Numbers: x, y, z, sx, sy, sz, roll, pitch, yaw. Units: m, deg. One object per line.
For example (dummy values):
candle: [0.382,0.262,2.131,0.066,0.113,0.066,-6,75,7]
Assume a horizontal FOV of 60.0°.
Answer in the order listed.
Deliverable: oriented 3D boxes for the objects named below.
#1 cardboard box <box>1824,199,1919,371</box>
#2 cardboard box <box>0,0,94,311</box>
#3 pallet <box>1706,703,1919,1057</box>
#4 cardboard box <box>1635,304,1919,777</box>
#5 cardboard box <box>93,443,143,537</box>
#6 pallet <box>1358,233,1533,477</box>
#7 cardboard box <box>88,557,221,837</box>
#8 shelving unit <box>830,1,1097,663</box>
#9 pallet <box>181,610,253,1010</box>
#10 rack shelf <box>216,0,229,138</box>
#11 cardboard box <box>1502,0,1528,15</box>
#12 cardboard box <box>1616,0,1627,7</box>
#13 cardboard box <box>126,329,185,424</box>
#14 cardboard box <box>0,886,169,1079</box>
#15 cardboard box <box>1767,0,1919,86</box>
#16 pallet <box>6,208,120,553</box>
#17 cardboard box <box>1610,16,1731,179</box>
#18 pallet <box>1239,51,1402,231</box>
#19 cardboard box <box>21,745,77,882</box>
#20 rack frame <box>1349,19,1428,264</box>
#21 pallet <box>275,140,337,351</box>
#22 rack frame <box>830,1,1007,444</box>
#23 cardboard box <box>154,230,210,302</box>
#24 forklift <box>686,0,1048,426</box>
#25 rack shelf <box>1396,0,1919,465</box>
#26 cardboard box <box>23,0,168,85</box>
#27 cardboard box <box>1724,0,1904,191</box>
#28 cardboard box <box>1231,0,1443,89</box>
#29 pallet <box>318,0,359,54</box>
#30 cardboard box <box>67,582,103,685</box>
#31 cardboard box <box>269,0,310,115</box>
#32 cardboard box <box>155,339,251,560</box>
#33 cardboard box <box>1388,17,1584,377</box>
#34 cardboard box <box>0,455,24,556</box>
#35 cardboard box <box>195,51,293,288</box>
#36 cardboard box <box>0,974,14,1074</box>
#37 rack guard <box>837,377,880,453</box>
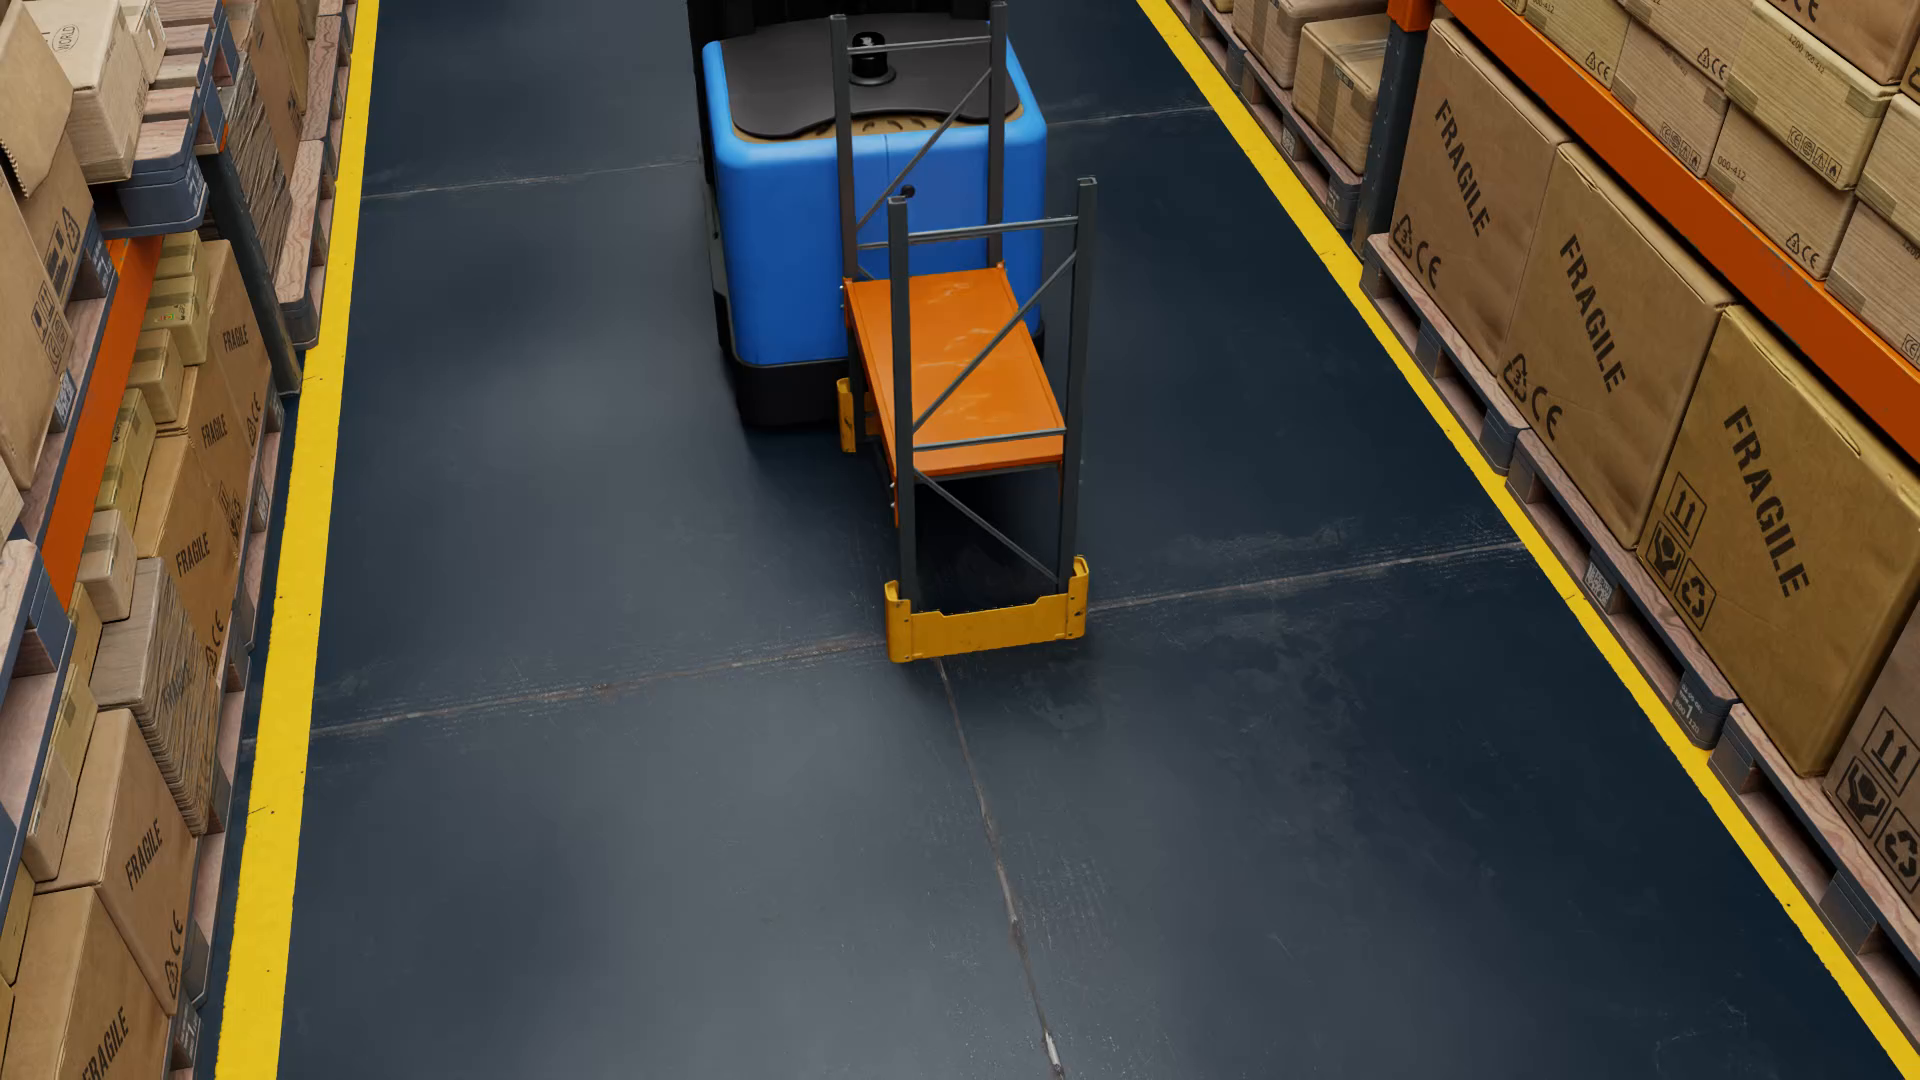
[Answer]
cardboard box: [2.358,-0.574,3.750,0.500,0.250,0.500,-9,42,-10]
cardboard box: [-2.276,-0.758,3.451,0.797,0.503,0.637,-9,42,-10]
pallet: [2.660,0.838,4.147,1.003,0.211,1.213,-8,42,-9]
cardboard box: [2.485,-0.053,4.334,0.875,0.875,0.875,-7,42,-8]
cardboard box: [-2.285,-0.087,4.166,0.380,0.149,0.250,-9,42,-10]
pallet: [2.133,-0.743,5.928,1.003,0.211,1.213,-8,42,-9]
cardboard box: [-2.165,0.425,4.078,0.500,0.500,0.500,-10,43,-11]
shelving unit: [-0.017,-0.588,4.783,0.587,1.500,1.083,-7,42,-8]
pallet: [-2.425,0.727,4.272,1.003,0.211,1.213,-8,42,-9]
rack shelf: [-3.241,-2.622,6.486,1.077,0.370,4.000,-8,42,-9]
cardboard box: [1.897,-1.899,5.242,0.500,0.250,0.500,-9,42,-10]
cardboard box: [2.015,-1.740,4.687,0.500,0.250,0.500,-7,42,-8]
cardboard box: [-2.352,-0.426,4.548,0.380,0.149,0.250,-10,43,-11]
cardboard box: [-1.955,1.087,3.333,0.500,0.500,0.500,-9,42,-10]
cardboard box: [2.223,-1.379,3.716,0.500,0.500,0.500,-8,42,-9]
pallet: [-2.385,-0.263,3.431,1.003,0.211,1.213,-8,42,-9]
cardboard box: [2.132,-1.227,4.486,0.500,0.250,0.500,-7,42,-8]
pallet: [1.869,-1.772,7.087,1.003,0.211,1.213,-8,42,-9]
cardboard box: [-2.055,0.587,3.407,0.380,0.149,0.250,-8,42,-9]
rack frame: [2.037,-2.308,5.591,1.000,3.000,0.127,-8,42,-9]
pallet: [-2.949,-1.091,6.320,1.003,0.211,1.213,-8,42,-9]
rack frame: [-0.116,-0.926,5.163,0.500,1.500,0.032,-7,42,-8]
cardboard box: [-2.455,-0.775,4.942,0.380,0.149,0.250,-10,43,-11]
forklift: [-0.475,-2.464,5.818,1.130,2.935,3.031,-7,42,-7]
rack shelf: [2.468,-0.743,4.369,1.077,0.370,4.000,-8,42,-9]
cardboard box: [-2.293,-1.287,4.313,0.380,0.149,0.250,-8,42,-8]
cardboard box: [2.207,-1.084,3.948,0.500,0.250,0.500,-8,42,-9]
cardboard box: [1.757,-2.327,7.275,0.950,0.372,0.625,-9,42,-10]
pallet: [-3.476,-2.672,8.101,1.003,0.211,1.213,-8,42,-9]
cardboard box: [-2.193,0.255,3.781,0.380,0.149,0.250,-8,42,-9]
cardboard box: [-3.225,-2.128,6.861,0.875,0.625,0.625,-10,43,-11]
cardboard box: [-2.410,-0.247,4.836,0.500,0.500,0.500,-9,42,-10]
cardboard box: [2.105,-1.211,5.639,0.875,0.875,0.875,-9,42,-10]
cardboard box: [-1.871,-0.064,2.847,0.396,0.266,0.258,-6,42,-7]
cardboard box: [-2.931,-1.270,5.893,0.875,0.625,0.625,-7,42,-8]
cardboard box: [-1.965,0.930,3.021,0.380,0.149,0.250,-10,43,-12]
rack guard: [-0.112,-0.446,5.564,0.587,0.250,0.087,-7,42,-8]
